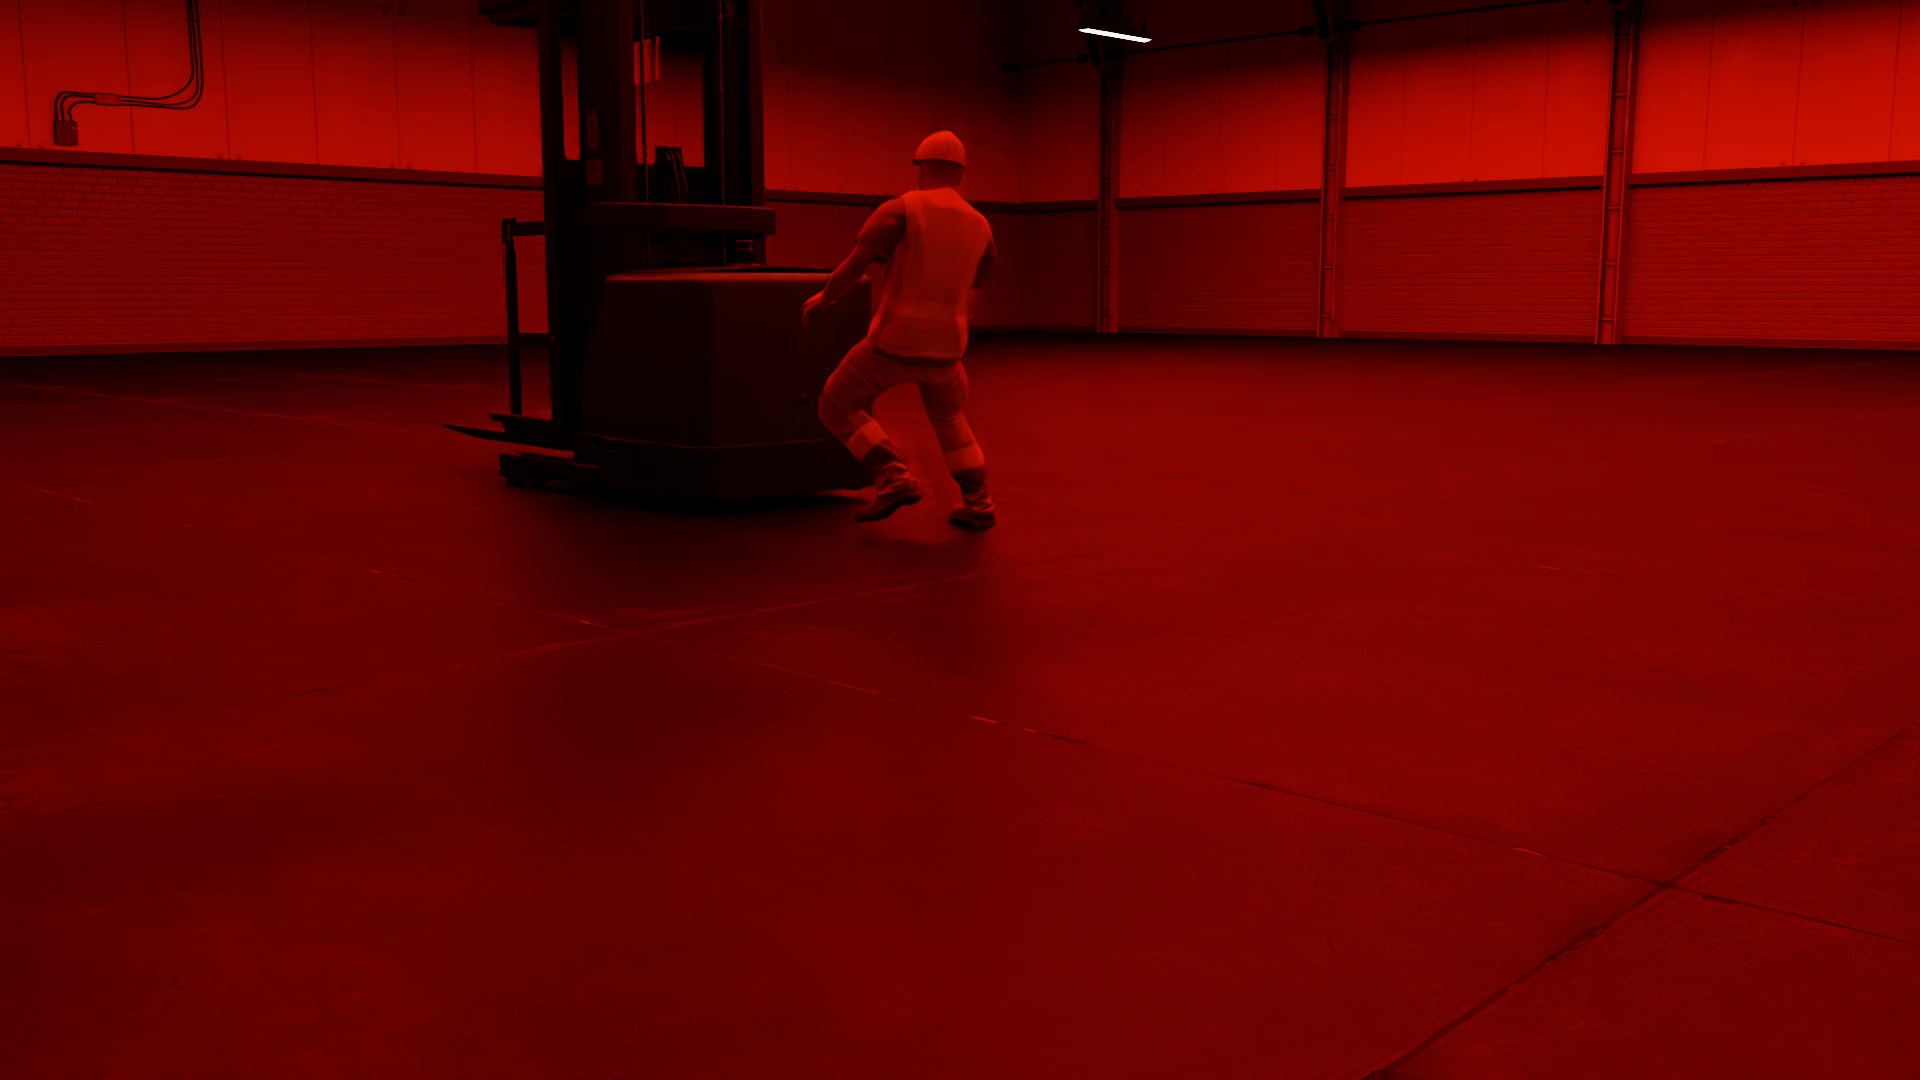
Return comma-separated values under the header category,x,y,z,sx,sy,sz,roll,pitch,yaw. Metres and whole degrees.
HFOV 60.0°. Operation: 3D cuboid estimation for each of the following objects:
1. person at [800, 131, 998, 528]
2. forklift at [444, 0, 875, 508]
category,x,y,z,sx,sy,sz,roll,pitch,yaw
person,-0.209,-0.831,6.798,0.863,1.627,0.690,-5,10,-29
forklift,-1.749,-1.761,8.572,1.130,2.935,3.031,-7,11,-41
